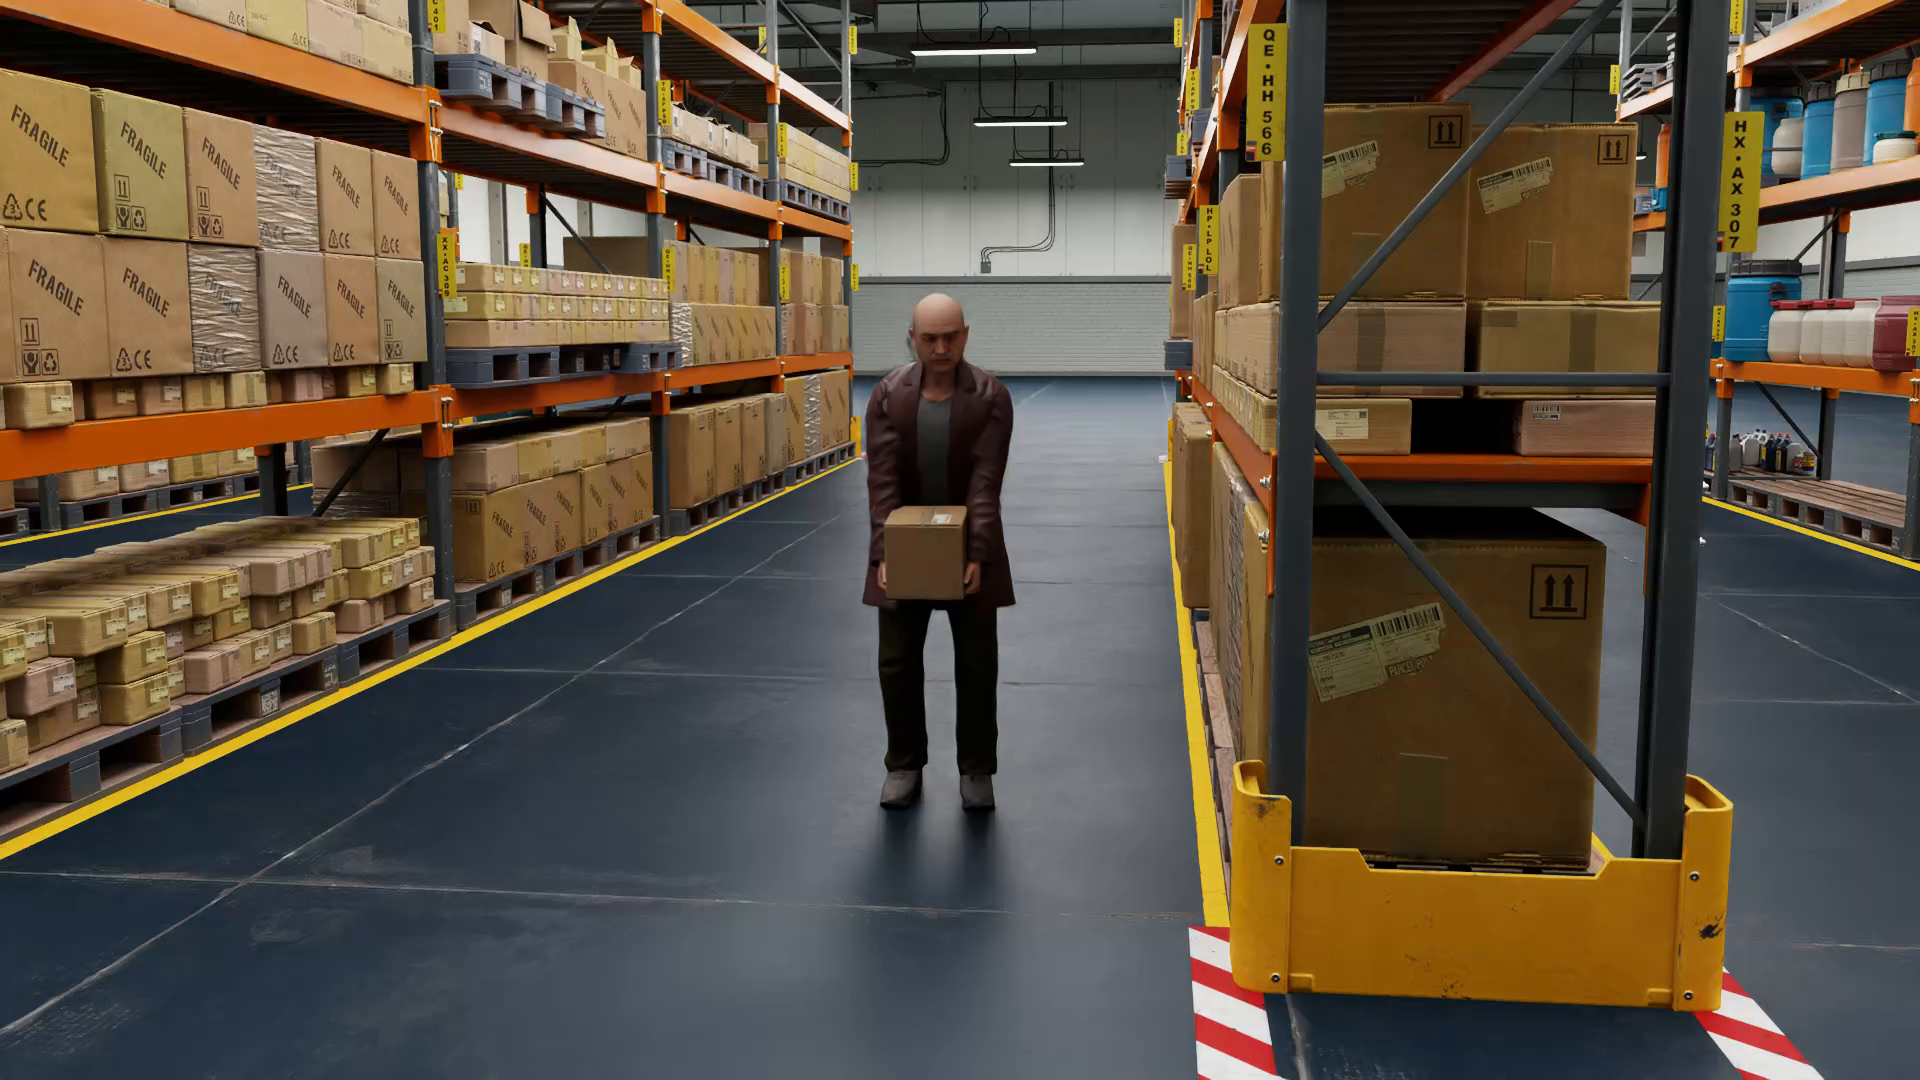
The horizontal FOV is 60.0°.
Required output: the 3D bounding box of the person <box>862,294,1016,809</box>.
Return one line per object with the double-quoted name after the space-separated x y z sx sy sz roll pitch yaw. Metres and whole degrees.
-0.083 0.050 5.620 0.534 1.742 0.605 1 7 5 "person"
